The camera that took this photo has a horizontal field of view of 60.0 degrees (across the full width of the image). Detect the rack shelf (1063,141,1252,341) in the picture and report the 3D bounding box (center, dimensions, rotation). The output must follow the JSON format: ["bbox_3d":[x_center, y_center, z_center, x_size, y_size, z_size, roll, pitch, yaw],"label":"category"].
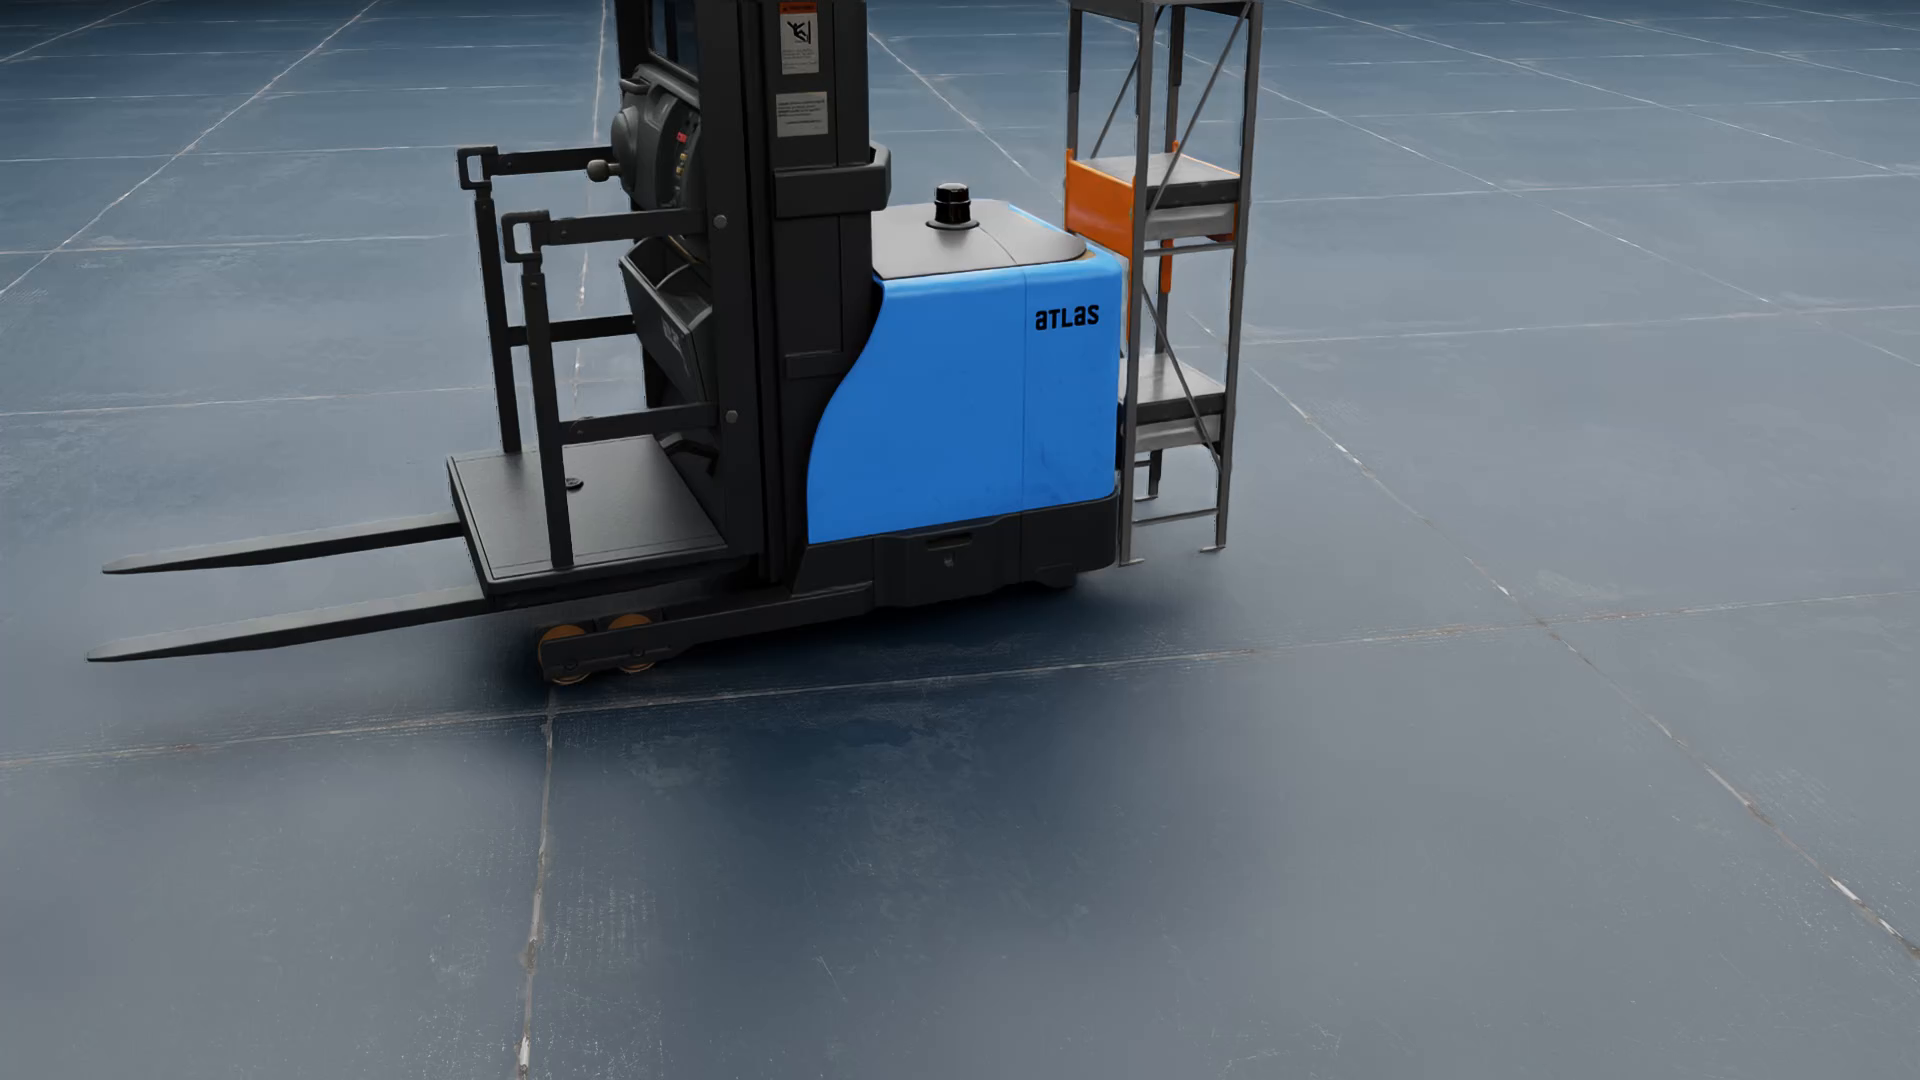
[{"bbox_3d":[0.628,-0.983,5.411,0.431,0.518,0.480,-9,25,-20],"label":"rack shelf"}]

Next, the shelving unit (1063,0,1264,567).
[{"bbox_3d":[0.628,-0.995,5.406,0.431,2.100,0.503,-9,25,-20],"label":"shelving unit"}]

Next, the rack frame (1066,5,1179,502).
[{"bbox_3d":[0.537,-1.086,5.613,0.400,2.100,0.015,-9,25,-20],"label":"rack frame"}]

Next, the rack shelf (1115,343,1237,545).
[{"bbox_3d":[0.628,-0.341,5.691,0.431,0.518,0.480,-9,25,-20],"label":"rack shelf"}]

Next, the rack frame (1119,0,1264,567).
[{"bbox_3d":[0.719,-0.905,5.198,0.400,2.100,0.015,-9,25,-20],"label":"rack frame"}]

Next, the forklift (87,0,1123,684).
[{"bbox_3d":[-1.059,-1.167,4.759,3.031,2.935,1.130,-9,25,-20],"label":"forklift"}]

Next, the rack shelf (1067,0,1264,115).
[{"bbox_3d":[0.628,-1.624,5.131,0.431,0.518,0.480,-9,25,-20],"label":"rack shelf"}]
